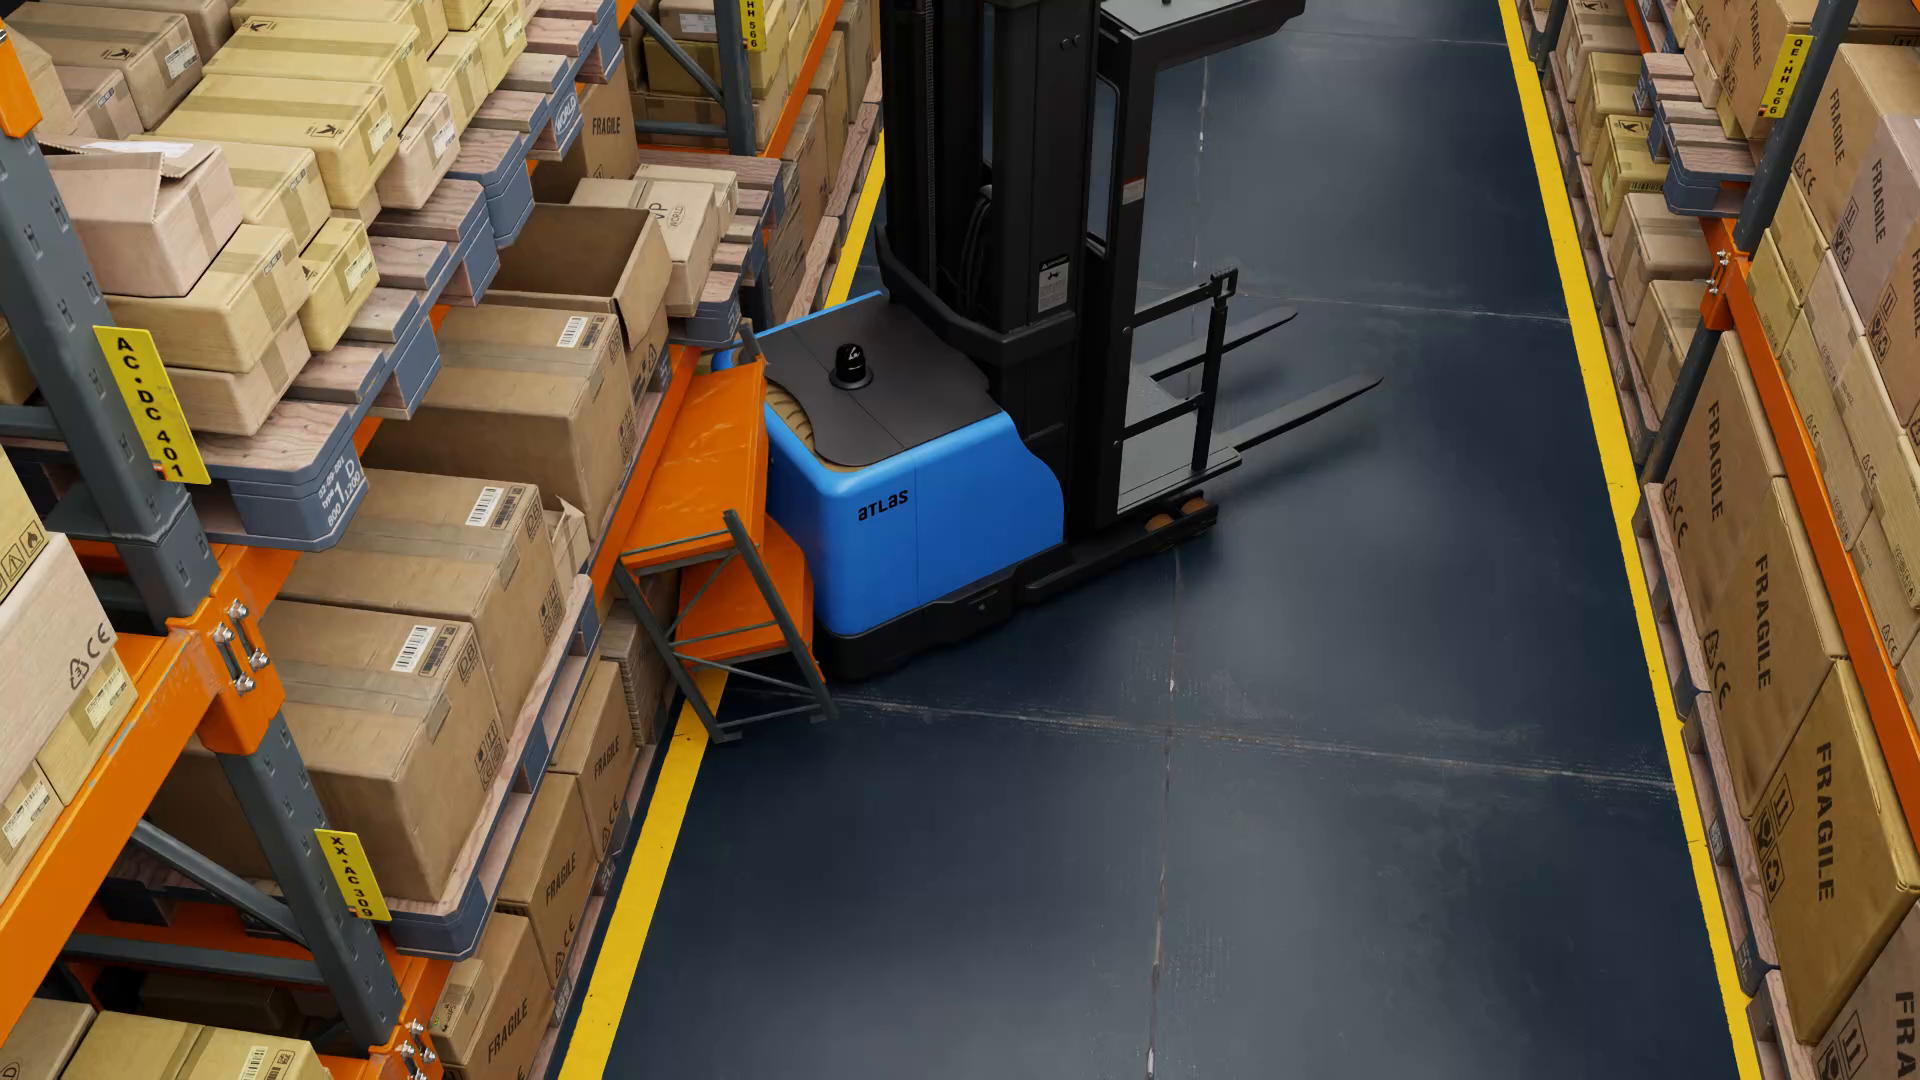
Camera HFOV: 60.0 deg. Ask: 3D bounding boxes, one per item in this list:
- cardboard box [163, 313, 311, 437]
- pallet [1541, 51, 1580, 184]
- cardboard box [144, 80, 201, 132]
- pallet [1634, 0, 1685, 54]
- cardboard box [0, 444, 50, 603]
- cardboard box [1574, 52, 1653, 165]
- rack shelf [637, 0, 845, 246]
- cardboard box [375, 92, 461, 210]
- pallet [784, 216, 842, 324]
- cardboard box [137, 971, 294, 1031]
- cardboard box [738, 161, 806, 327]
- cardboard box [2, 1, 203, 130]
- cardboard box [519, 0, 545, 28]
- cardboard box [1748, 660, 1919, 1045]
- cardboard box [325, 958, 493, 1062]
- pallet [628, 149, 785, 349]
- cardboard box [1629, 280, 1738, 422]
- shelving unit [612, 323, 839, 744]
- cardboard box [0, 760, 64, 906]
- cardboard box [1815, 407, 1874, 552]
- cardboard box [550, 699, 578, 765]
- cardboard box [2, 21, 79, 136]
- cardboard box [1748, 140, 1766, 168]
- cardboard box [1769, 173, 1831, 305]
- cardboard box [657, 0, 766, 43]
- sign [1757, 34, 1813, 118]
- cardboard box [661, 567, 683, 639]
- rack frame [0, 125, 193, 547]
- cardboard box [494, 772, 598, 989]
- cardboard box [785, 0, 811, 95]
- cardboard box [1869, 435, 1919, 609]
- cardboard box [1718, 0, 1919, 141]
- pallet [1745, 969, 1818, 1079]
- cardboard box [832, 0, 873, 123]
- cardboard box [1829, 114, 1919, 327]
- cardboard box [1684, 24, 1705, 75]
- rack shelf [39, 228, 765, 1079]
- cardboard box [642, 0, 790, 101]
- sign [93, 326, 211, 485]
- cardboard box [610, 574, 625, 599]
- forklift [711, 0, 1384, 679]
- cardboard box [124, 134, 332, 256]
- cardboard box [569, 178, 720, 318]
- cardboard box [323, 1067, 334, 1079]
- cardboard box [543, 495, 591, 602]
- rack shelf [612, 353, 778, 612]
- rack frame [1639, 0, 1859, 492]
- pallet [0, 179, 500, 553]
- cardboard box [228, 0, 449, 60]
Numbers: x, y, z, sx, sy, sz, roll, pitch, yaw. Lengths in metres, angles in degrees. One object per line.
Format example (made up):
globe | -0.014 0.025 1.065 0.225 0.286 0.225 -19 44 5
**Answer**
cardboard box | -1.448 -0.341 3.073 0.380 0.149 0.250 6 44 6
pallet | 3.995 -2.447 9.703 1.003 0.211 1.213 5 44 6
cardboard box | -1.902 -0.923 3.688 0.380 0.149 0.250 4 44 4
pallet | 3.789 -2.547 7.920 1.003 0.211 1.213 5 44 6
cardboard box | -1.710 0.055 2.380 0.500 0.250 0.500 5 44 6
cardboard box | 3.938 -2.340 9.168 0.950 0.372 0.625 8 44 8
rack shelf | -1.088 -2.814 8.586 1.077 0.370 4.000 5 44 6
cardboard box | -1.325 -0.860 3.622 0.380 0.149 0.250 6 44 6
pallet | -1.205 -1.258 8.447 1.003 0.211 1.213 5 44 6
cardboard box | -2.119 1.256 4.805 0.380 0.149 0.250 4 44 4
cardboard box | -1.257 -1.427 8.019 0.875 0.625 0.625 7 44 7
cardboard box | -1.878 -1.022 3.576 0.380 0.149 0.250 6 44 7
cardboard box | -1.270 -1.391 4.182 0.380 0.149 0.250 6 44 6
cardboard box | 3.153 1.035 5.237 0.875 0.875 0.875 6 44 7
cardboard box | -1.570 1.313 4.745 0.380 0.149 0.250 7 44 7
pallet | -1.373 -1.175 6.471 1.213 0.211 1.003 5 44 6
cardboard box | 3.652 -0.846 7.590 0.950 0.372 0.625 3 43 3
shelving unit | -0.871 -0.019 6.341 0.538 1.125 1.048 -13 44 9
cardboard box | -1.672 0.454 2.612 0.380 0.149 0.250 5 44 5
cardboard box | 3.128 -0.190 5.401 0.500 0.250 0.500 7 44 7
cardboard box | -1.495 0.586 5.512 0.380 0.149 0.250 5 44 5
cardboard box | -1.907 -0.830 3.072 0.396 0.266 0.258 5 44 6
cardboard box | 3.378 -1.570 6.626 0.380 0.149 0.250 7 44 7
cardboard box | 3.256 -1.068 5.964 0.500 0.250 0.500 5 44 5
cardboard box | -1.019 -2.175 6.843 0.380 0.149 0.250 6 44 7
sign | 3.029 -1.698 6.100 0.100 0.325 0.005 5 44 6
cardboard box | -1.339 0.047 6.553 0.500 0.500 0.500 7 44 7
rack frame | -1.882 -1.165 1.957 1.000 3.000 0.127 5 44 6
cardboard box | -1.534 1.096 5.446 0.500 0.500 0.500 5 44 5
cardboard box | -0.980 -2.281 7.608 0.500 0.250 0.500 4 44 5
cardboard box | 3.028 -0.033 4.871 0.500 0.250 0.500 6 44 6
cardboard box | 3.352 -1.896 6.498 0.500 0.500 0.500 4 44 4
pallet | 3.066 1.942 5.068 1.003 0.211 1.213 5 44 6
cardboard box | -0.992 -2.844 9.516 0.875 0.625 0.625 5 44 5
cardboard box | 3.204 -1.010 5.358 0.500 0.500 0.500 5 44 6
cardboard box | 3.372 -2.106 7.192 0.380 0.149 0.250 3 44 4
rack shelf | -1.617 -0.088 5.707 1.077 0.370 4.000 5 44 6
cardboard box | -1.027 -2.118 7.072 0.500 0.250 0.500 5 44 5
sign | -1.343 -0.219 2.764 0.100 0.325 0.005 5 44 6
cardboard box | -1.370 0.068 6.060 0.380 0.149 0.250 3 44 4
forklift | 0.526 -1.296 6.509 3.031 2.935 1.130 -24 48 -23
cardboard box | -1.443 -0.633 3.166 0.380 0.149 0.250 6 44 6
cardboard box | -1.171 -1.062 6.016 0.500 0.250 0.500 3 44 4
cardboard box | -1.673 1.345 3.853 0.380 0.149 0.250 6 44 6
cardboard box | -1.318 -0.002 4.885 0.396 0.266 0.258 7 44 8
rack shelf | -0.947 -0.217 6.139 0.538 0.278 1.000 -13 44 9
rack frame | 3.568 -1.264 6.425 1.000 3.000 0.127 5 44 6
pallet | -1.726 -0.446 3.516 1.213 0.211 1.003 5 44 6
cardboard box | -1.384 -1.160 3.722 0.380 0.149 0.250 6 44 6
